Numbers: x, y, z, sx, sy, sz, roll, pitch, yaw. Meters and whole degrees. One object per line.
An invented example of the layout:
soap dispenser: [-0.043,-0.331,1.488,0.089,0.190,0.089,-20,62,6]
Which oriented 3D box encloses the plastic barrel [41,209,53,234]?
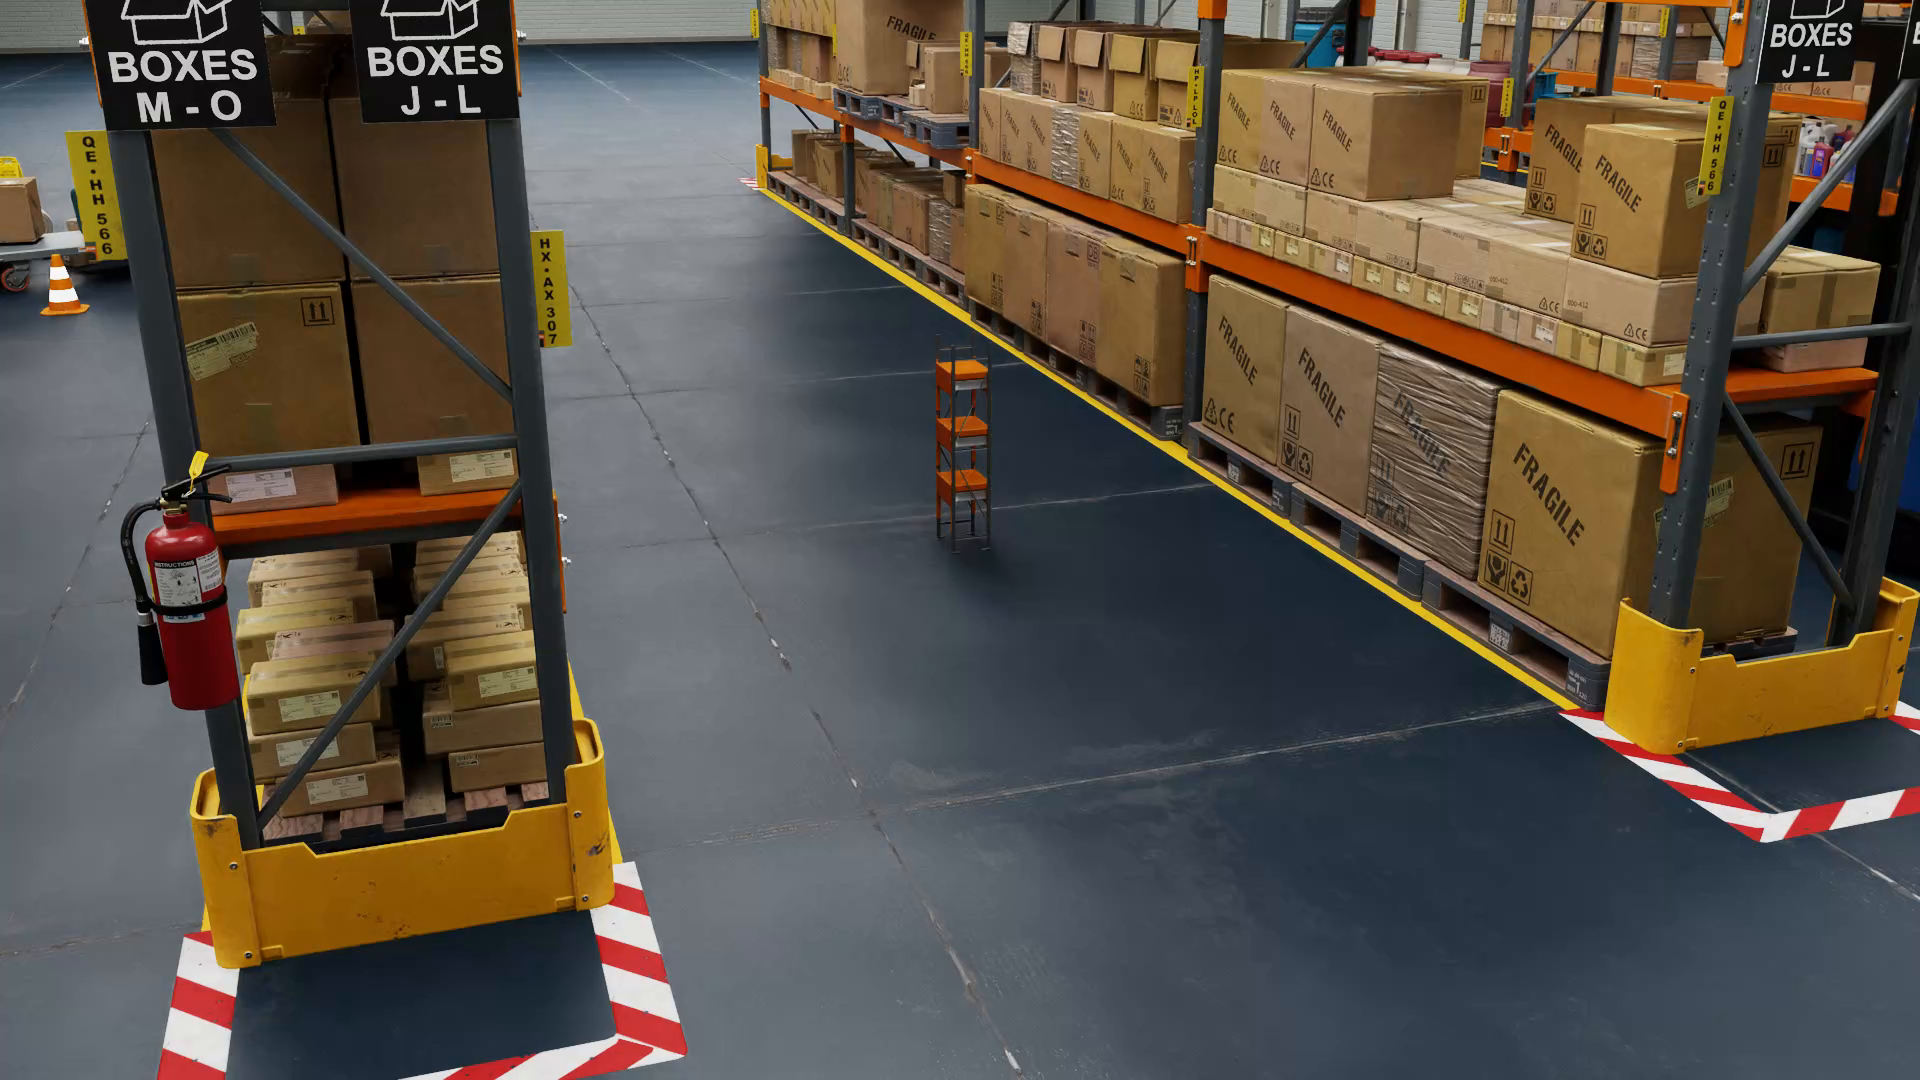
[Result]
plastic barrel: [-9.272,-3.096,16.411,0.512,0.421,0.421,8,21,20]

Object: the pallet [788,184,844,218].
pallet: [-1.325,-3.872,18.883,1.003,0.211,1.213,-6,21,-17]

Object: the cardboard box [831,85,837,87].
cardboard box: [-1.131,-4.667,17.345,0.380,0.149,0.250,-6,21,-17]

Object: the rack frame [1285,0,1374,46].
rack frame: [4.008,-5.106,18.195,1.000,3.000,0.127,-6,21,-17]

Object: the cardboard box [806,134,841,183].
cardboard box: [-1.550,-4.495,19.569,0.500,0.500,0.500,-1,20,-3]

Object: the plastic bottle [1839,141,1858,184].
plastic bottle: [6.092,-2.573,11.325,0.152,0.276,0.135,-6,21,-17]

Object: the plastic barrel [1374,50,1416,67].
plastic barrel: [4.331,-4.604,16.597,0.433,0.535,0.433,0,20,0]

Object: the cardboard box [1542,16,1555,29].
cardboard box: [7.780,-6.705,21.540,0.380,0.149,0.250,-7,21,-18]

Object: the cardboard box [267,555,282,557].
cardboard box: [-2.615,0.129,6.775,0.380,0.149,0.250,-6,21,-17]

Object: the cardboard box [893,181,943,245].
cardboard box: [-0.213,-3.077,15.592,0.700,0.500,0.500,-8,21,-22]

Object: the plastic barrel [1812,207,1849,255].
plastic barrel: [6.368,-1.925,11.823,0.600,0.901,0.708,-6,21,-17]

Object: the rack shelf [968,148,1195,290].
rack shelf: [1.192,-2.316,11.491,1.077,0.370,4.000,-6,21,-17]

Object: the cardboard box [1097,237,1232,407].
cardboard box: [1.601,-1.414,10.437,1.225,0.875,0.875,-6,21,-17]

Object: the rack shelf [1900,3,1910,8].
rack shelf: [5.894,-4.254,12.449,1.077,0.370,4.000,-6,21,-17]

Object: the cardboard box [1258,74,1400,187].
cardboard box: [1.876,-2.095,8.485,0.500,0.500,0.500,-6,21,-17]

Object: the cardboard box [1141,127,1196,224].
cardboard box: [1.415,-2.181,9.903,0.500,0.500,0.500,-6,21,-17]

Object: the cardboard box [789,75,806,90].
cardboard box: [-1.708,-5.137,18.653,0.380,0.149,0.250,-6,21,-17]

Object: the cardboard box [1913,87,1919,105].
cardboard box: [9.872,-4.613,16.955,0.500,0.311,0.500,-7,21,-18]

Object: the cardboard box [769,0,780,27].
cardboard box: [-1.886,-6.155,19.047,0.500,0.500,0.500,-6,21,-17]

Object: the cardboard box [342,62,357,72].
cardboard box: [-1.858,-1.395,5.796,0.500,0.500,0.500,-7,21,-18]

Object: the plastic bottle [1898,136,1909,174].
plastic bottle: [6.686,-2.751,11.827,0.097,0.271,0.097,0,20,0]

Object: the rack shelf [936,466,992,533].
rack shelf: [0.017,-0.205,8.289,0.215,0.259,0.240,-6,21,-17]

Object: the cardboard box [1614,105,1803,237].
cardboard box: [3.026,-1.495,6.813,0.500,0.500,0.500,-7,21,-19]

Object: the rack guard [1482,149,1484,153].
rack guard: [7.447,-5.746,23.675,1.175,0.500,0.348,-6,21,-17]

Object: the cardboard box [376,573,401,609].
cardboard box: [-2.509,0.265,6.837,0.380,0.149,0.250,-6,21,-16]

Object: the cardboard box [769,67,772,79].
cardboard box: [-2.088,-5.629,20.021,0.380,0.149,0.250,-6,21,-17]

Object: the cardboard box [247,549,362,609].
cardboard box: [-2.454,0.160,6.250,0.380,0.149,0.250,-6,21,-15]

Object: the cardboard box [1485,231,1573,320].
cardboard box: [2.515,-1.089,6.792,0.500,0.250,0.500,-7,21,-18]

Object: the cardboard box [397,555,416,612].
cardboard box: [-2.052,0.160,6.691,0.380,0.149,0.250,-5,20,-14]

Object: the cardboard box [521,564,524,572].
cardboard box: [-2.022,0.212,6.984,0.380,0.149,0.250,-6,21,-17]

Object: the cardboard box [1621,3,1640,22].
cardboard box: [8.406,-6.593,20.267,0.700,0.500,0.500,-6,21,-17]

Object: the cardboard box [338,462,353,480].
cardboard box: [-2.076,-0.275,5.116,0.380,0.149,0.250,-6,21,-17]

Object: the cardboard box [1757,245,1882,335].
cardboard box: [3.183,-0.981,6.493,0.500,0.250,0.500,-7,21,-19]

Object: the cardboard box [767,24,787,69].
cardboard box: [-1.804,-5.871,19.737,0.875,0.500,0.500,-6,21,-17]

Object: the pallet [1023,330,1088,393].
pallet: [1.120,-1.332,11.813,1.003,0.211,1.213,-6,21,-17]

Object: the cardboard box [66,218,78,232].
cardboard box: [-9.029,-3.263,17.282,0.380,0.149,0.250,4,20,11]

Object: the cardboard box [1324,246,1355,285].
cardboard box: [2.006,-1.348,8.105,0.380,0.149,0.250,-6,21,-17]

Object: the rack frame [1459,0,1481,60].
rack frame: [7.455,-6.915,23.231,1.000,3.000,0.127,-6,21,-17]

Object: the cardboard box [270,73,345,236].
cardboard box: [-2.202,-1.175,5.184,0.500,0.500,0.500,-7,21,-19]

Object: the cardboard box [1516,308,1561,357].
cardboard box: [2.492,-0.855,6.730,0.380,0.149,0.250,-6,21,-17]

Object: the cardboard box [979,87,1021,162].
cardboard box: [0.458,-3.159,12.625,0.500,0.500,0.500,-6,21,-16]

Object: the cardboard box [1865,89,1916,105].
cardboard box: [9.424,-4.489,16.848,0.380,0.149,0.250,-6,21,-17]

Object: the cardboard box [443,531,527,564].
cardboard box: [-1.937,0.005,6.681,0.380,0.149,0.250,-6,21,-16]

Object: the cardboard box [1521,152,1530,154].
cardboard box: [7.729,-5.302,22.188,0.500,0.250,0.500,-6,21,-17]

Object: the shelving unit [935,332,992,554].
shelving unit: [0.017,-0.477,8.191,0.215,1.050,0.252,-6,21,-17]

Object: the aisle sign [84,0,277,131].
aisle sign: [-1.924,-1.403,4.039,0.394,0.787,0.004,-6,21,-17]

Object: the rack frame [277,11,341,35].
rack frame: [-4.177,-2.802,11.780,1.000,3.000,0.127,-6,21,-17]

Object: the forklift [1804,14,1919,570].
forklift: [4.702,-1.547,8.387,1.130,2.935,3.031,-7,21,-19]

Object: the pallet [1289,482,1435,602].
pallet: [2.373,-0.056,8.260,1.003,0.211,1.213,-6,21,-17]

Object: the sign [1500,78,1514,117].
sign: [4.745,-3.839,14.425,0.100,0.325,0.005,-6,21,-17]

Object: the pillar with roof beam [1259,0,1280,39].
pillar with roof beam: [3.453,-15.452,38.125,9.100,9.000,0.400,-6,21,-17]

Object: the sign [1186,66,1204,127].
sign: [1.309,-2.460,9.231,0.100,0.325,0.005,-6,21,-17]

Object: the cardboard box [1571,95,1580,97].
cardboard box: [7.881,-5.494,21.612,0.500,0.500,0.500,-6,21,-17]

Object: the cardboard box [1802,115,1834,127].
cardboard box: [12.467,-5.970,23.926,0.500,0.311,0.500,-5,20,-13]

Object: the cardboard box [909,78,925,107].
cardboard box: [-0.217,-3.937,14.518,0.396,0.266,0.258,-7,21,-19]

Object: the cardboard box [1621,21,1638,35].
cardboard box: [8.262,-6.212,20.165,0.380,0.149,0.250,-7,21,-19]

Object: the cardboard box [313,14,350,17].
cardboard box: [-4.793,-3.955,13.364,0.700,0.500,0.500,-7,21,-18]

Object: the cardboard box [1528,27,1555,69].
cardboard box: [7.909,-6.483,21.880,0.700,0.500,0.500,-6,21,-17]
